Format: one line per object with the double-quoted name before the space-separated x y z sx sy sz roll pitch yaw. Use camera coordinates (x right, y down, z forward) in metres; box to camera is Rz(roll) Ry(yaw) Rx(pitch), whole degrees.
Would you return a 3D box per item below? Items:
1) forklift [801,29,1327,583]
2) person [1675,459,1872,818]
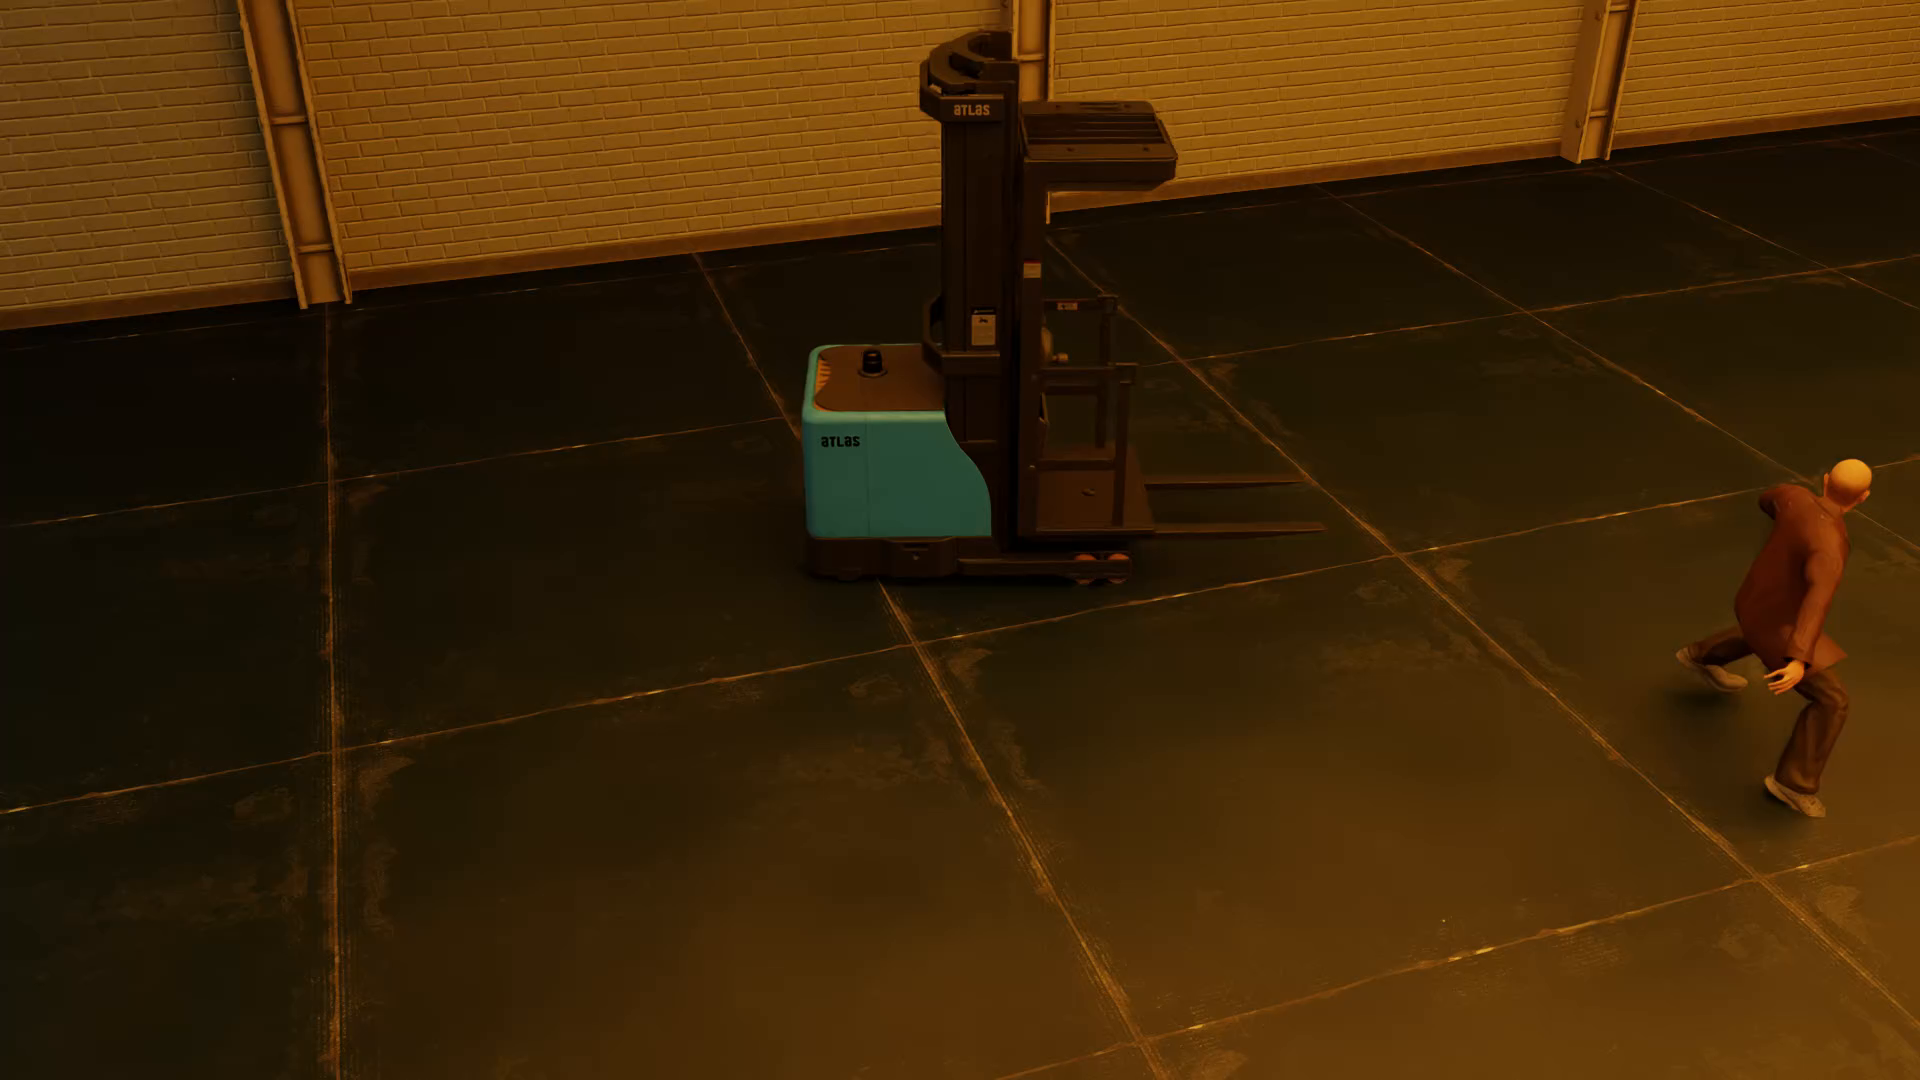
"forklift" 0.616 -1.286 9.321 3.031 2.935 1.130 -1 30 -1
"person" 3.891 0.399 7.800 0.611 1.692 1.220 6 30 10
